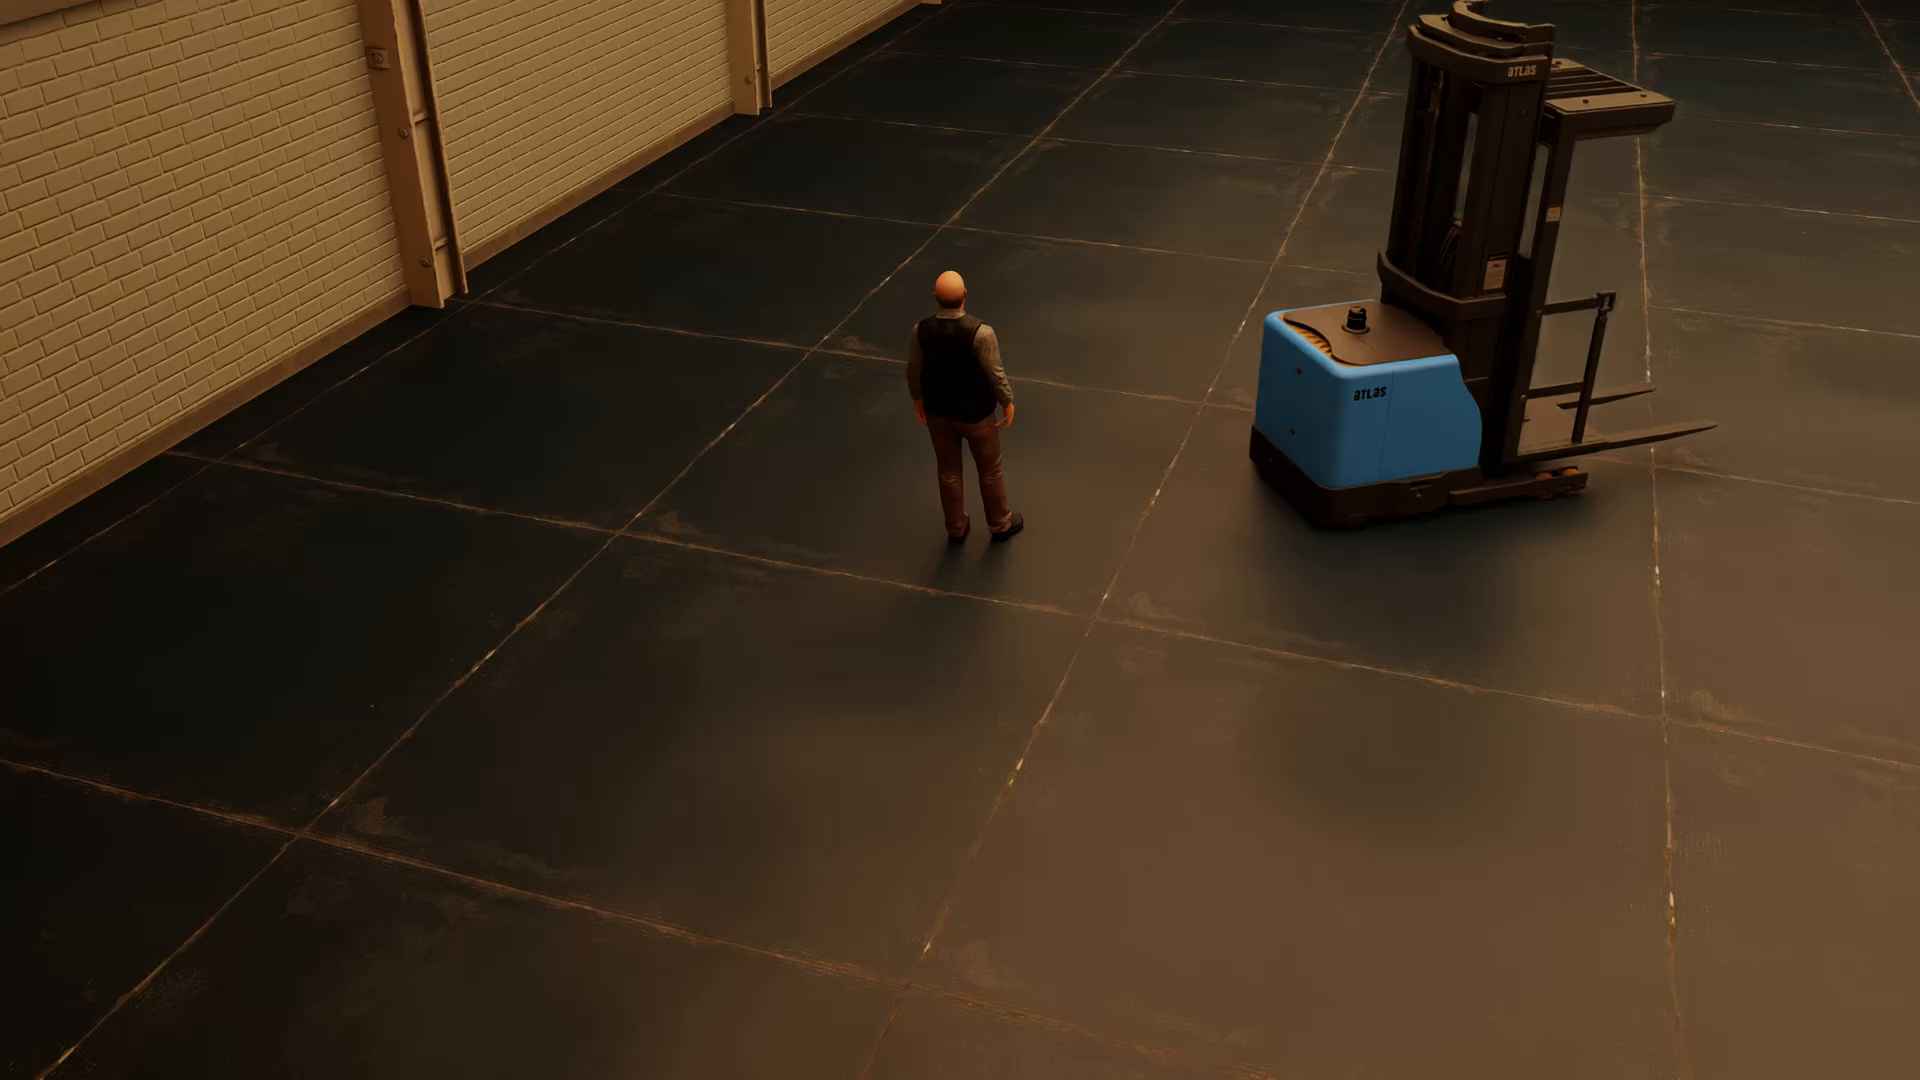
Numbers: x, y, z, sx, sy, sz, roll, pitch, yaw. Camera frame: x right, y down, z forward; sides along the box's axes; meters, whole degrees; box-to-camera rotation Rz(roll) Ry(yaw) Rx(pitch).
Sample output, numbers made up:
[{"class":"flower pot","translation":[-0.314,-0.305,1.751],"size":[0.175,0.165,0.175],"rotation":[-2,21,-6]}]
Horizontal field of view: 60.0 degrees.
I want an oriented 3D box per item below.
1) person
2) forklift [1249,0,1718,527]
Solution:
[{"class":"person","translation":[0.028,-0.782,9.715],"size":[0.632,1.720,0.568],"rotation":[10,31,16]},{"class":"forklift","translation":[3.470,-1.770,10.241],"size":[3.031,2.935,1.130],"rotation":[-9,31,-15]}]
